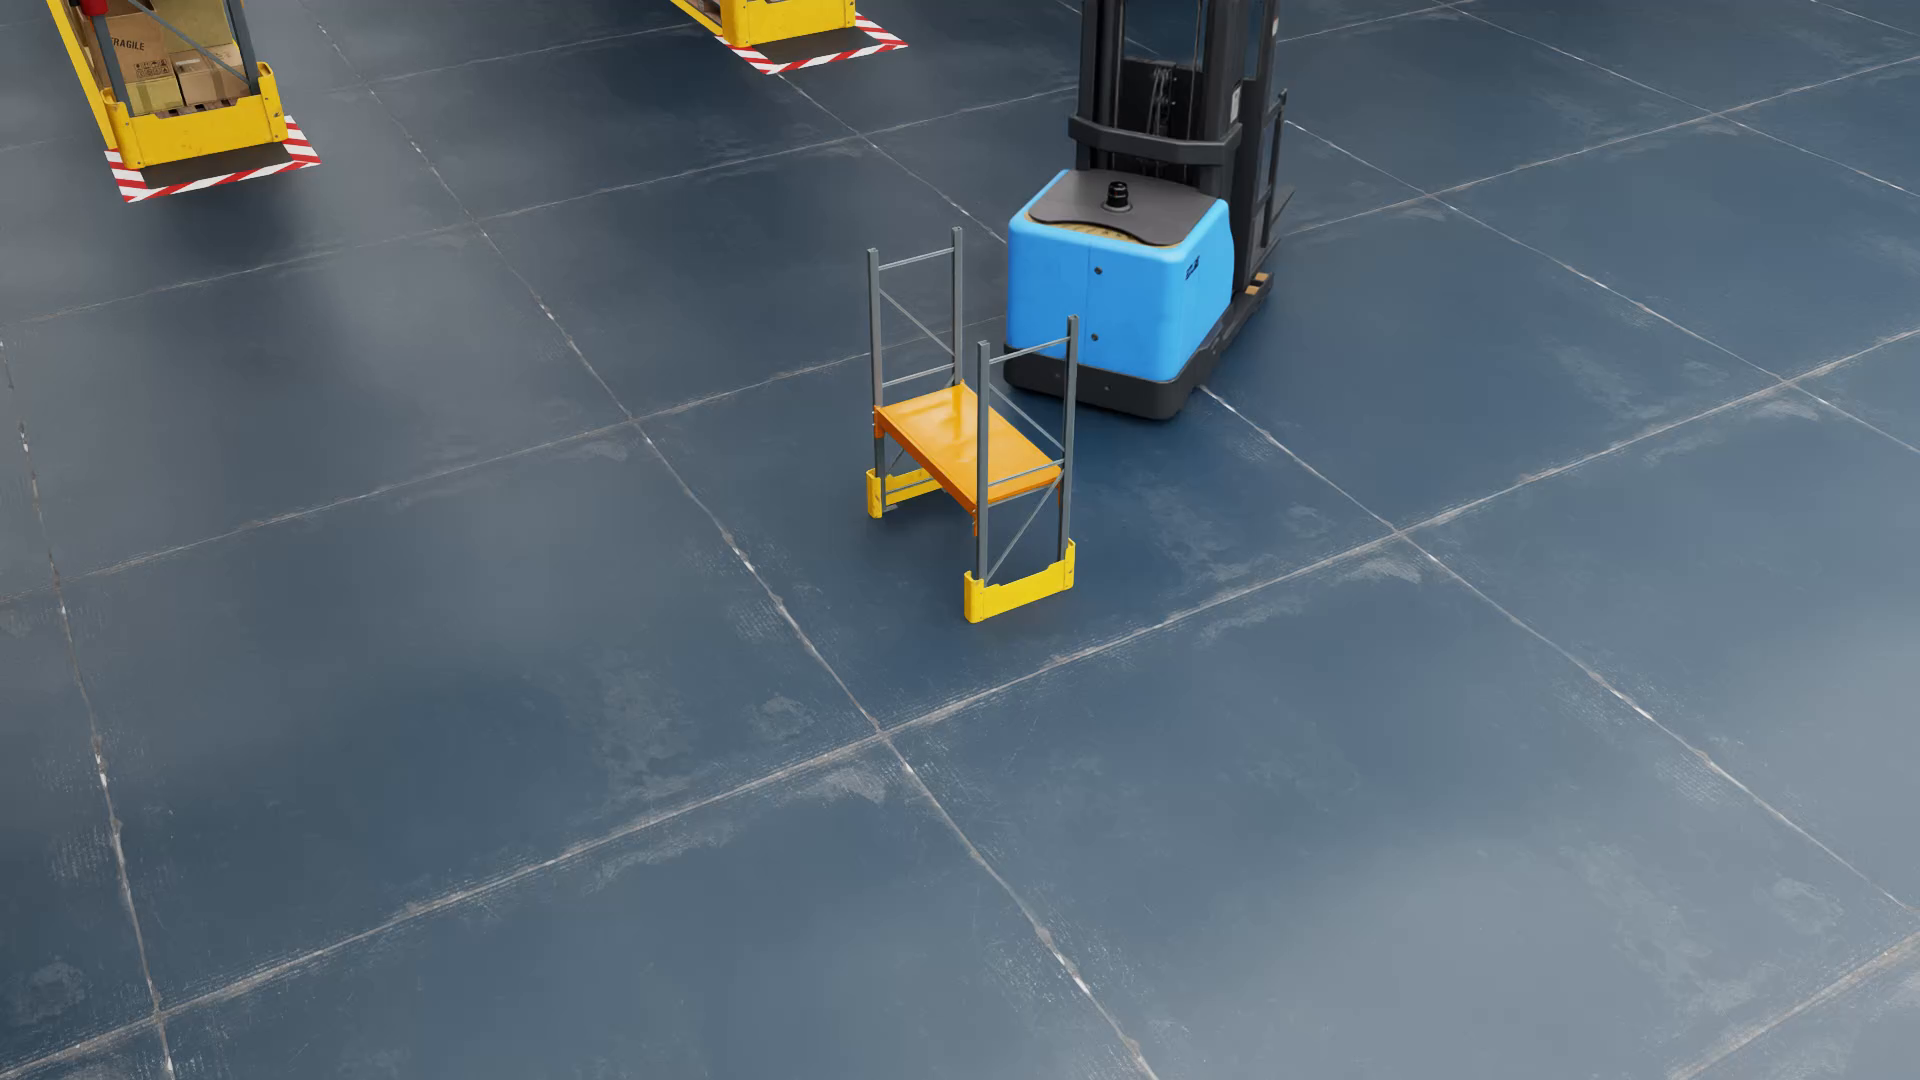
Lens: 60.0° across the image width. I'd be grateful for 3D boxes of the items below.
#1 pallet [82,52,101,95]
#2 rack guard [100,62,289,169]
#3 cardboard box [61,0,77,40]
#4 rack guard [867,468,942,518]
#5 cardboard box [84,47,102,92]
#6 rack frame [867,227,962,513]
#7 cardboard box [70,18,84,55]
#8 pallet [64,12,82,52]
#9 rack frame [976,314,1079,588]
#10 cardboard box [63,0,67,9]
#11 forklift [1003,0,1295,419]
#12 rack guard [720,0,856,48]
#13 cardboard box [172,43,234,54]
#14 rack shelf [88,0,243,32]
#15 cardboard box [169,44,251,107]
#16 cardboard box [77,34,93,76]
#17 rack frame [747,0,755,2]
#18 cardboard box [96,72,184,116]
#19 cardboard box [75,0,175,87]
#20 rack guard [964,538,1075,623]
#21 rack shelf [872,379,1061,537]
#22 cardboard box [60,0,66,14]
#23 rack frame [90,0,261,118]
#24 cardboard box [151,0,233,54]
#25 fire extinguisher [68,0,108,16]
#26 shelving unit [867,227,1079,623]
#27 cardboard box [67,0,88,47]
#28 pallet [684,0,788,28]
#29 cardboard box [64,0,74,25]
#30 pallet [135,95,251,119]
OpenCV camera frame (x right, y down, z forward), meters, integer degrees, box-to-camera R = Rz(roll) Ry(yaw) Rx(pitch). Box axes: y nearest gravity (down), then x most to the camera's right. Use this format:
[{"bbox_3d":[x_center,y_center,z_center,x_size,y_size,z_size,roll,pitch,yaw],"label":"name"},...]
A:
[{"bbox_3d":[-6.728,-4.063,13.861,1.003,0.211,1.213,-19,40,-24],"label":"pallet"},{"bbox_3d":[-5.686,-3.168,12.391,1.175,0.500,0.348,-19,40,-24],"label":"rack guard"},{"bbox_3d":[-7.243,-4.449,14.001,0.500,0.250,0.500,-19,40,-24],"label":"cardboard box"},{"bbox_3d":[-0.212,-0.316,8.698,0.587,0.250,0.087,-19,40,-24],"label":"rack guard"},{"bbox_3d":[-6.485,-3.686,12.956,0.500,0.250,0.500,-19,40,-24],"label":"cardboard box"},{"bbox_3d":[-0.213,-0.821,8.330,0.500,1.500,0.032,-19,40,-24],"label":"rack frame"},{"bbox_3d":[-6.987,-4.196,13.655,0.500,0.250,0.500,-19,40,-24],"label":"cardboard box"},{"bbox_3d":[-7.345,-4.685,14.713,1.003,0.211,1.213,-19,40,-24],"label":"pallet"},{"bbox_3d":[0.298,-0.303,7.621,0.500,1.500,0.032,-19,40,-24],"label":"rack frame"},{"bbox_3d":[-7.243,-4.752,13.780,0.500,0.500,0.500,-19,40,-24],"label":"cardboard box"},{"bbox_3d":[1.342,-2.715,9.709,1.130,2.935,3.031,16,39,20],"label":"forklift"},{"bbox_3d":[-1.492,-4.671,14.449,1.175,0.500,0.348,-19,40,-24],"label":"rack guard"},{"bbox_3d":[-6.030,-3.842,13.170,0.500,0.250,0.500,-19,40,-24],"label":"cardboard box"},{"bbox_3d":[-6.703,-4.919,13.279,1.077,0.370,4.000,-19,40,-24],"label":"rack shelf"},{"bbox_3d":[-5.775,-3.588,12.822,0.500,0.250,0.500,-19,40,-24],"label":"cardboard box"},{"bbox_3d":[-6.737,-3.941,13.305,0.500,0.250,0.500,-19,40,-24],"label":"cardboard box"},{"bbox_3d":[-1.414,-5.655,13.677,1.000,3.000,0.127,-19,40,-24],"label":"rack frame"},{"bbox_3d":[-6.223,-3.435,12.612,0.500,0.250,0.500,-19,40,-24],"label":"cardboard box"},{"bbox_3d":[-6.225,-3.737,12.390,0.500,0.500,0.500,-19,40,-24],"label":"cardboard box"},{"bbox_3d":[0.289,0.192,8.003,0.587,0.250,0.087,-19,40,-24],"label":"rack guard"},{"bbox_3d":[0.043,-0.417,8.082,0.538,0.185,1.000,-19,40,-24],"label":"rack shelf"},{"bbox_3d":[-7.490,-4.706,14.352,0.500,0.250,0.500,-19,40,-24],"label":"cardboard box"},{"bbox_3d":[-5.698,-4.190,11.670,1.000,3.000,0.127,-19,40,-24],"label":"rack frame"},{"bbox_3d":[-6.028,-4.145,12.949,0.500,0.500,0.500,-19,40,-24],"label":"cardboard box"},{"bbox_3d":[-6.041,-3.960,11.422,0.296,0.674,0.183,-19,40,-24],"label":"fire extinguisher"},{"bbox_3d":[0.038,-0.567,7.982,0.587,1.500,1.083,-19,40,-24],"label":"shelving unit"},{"bbox_3d":[-6.740,-4.243,13.082,0.500,0.500,0.500,-19,40,-24],"label":"cardboard box"},{"bbox_3d":[-1.896,-4.970,15.103,1.003,0.211,1.213,-19,40,-24],"label":"pallet"},{"bbox_3d":[-6.990,-4.498,13.432,0.500,0.500,0.500,-19,40,-24],"label":"cardboard box"},{"bbox_3d":[-6.119,-3.441,13.010,1.003,0.211,1.213,-19,40,-24],"label":"pallet"}]
